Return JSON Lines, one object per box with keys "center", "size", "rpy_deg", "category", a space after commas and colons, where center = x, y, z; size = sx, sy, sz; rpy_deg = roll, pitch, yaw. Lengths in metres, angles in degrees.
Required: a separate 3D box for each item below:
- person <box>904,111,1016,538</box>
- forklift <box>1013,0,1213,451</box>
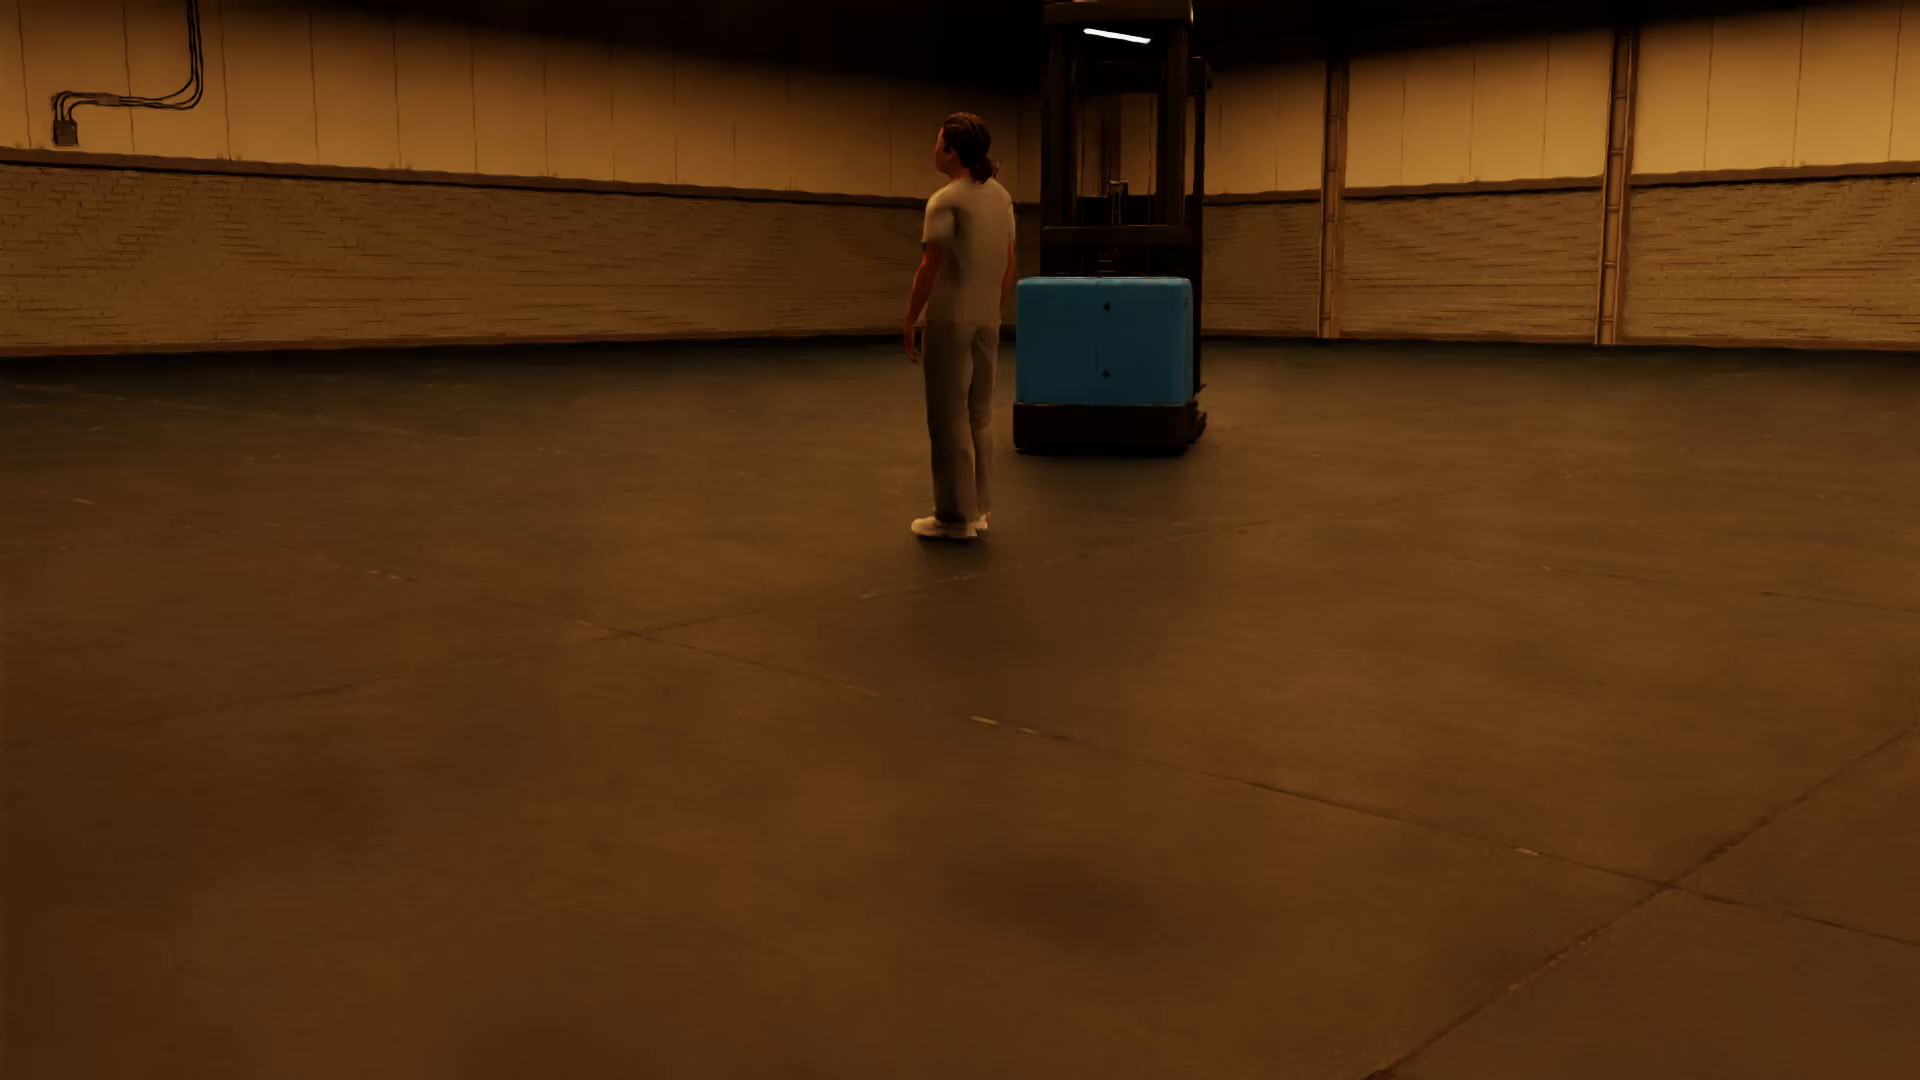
{"center": [-0.044, -0.845, 6.652], "size": [0.548, 1.674, 0.550], "rpy_deg": [8, 12, 43], "category": "person"}
{"center": [1.131, -2.182, 11.364], "size": [1.130, 2.935, 3.031], "rpy_deg": [2, 9, 12], "category": "forklift"}
